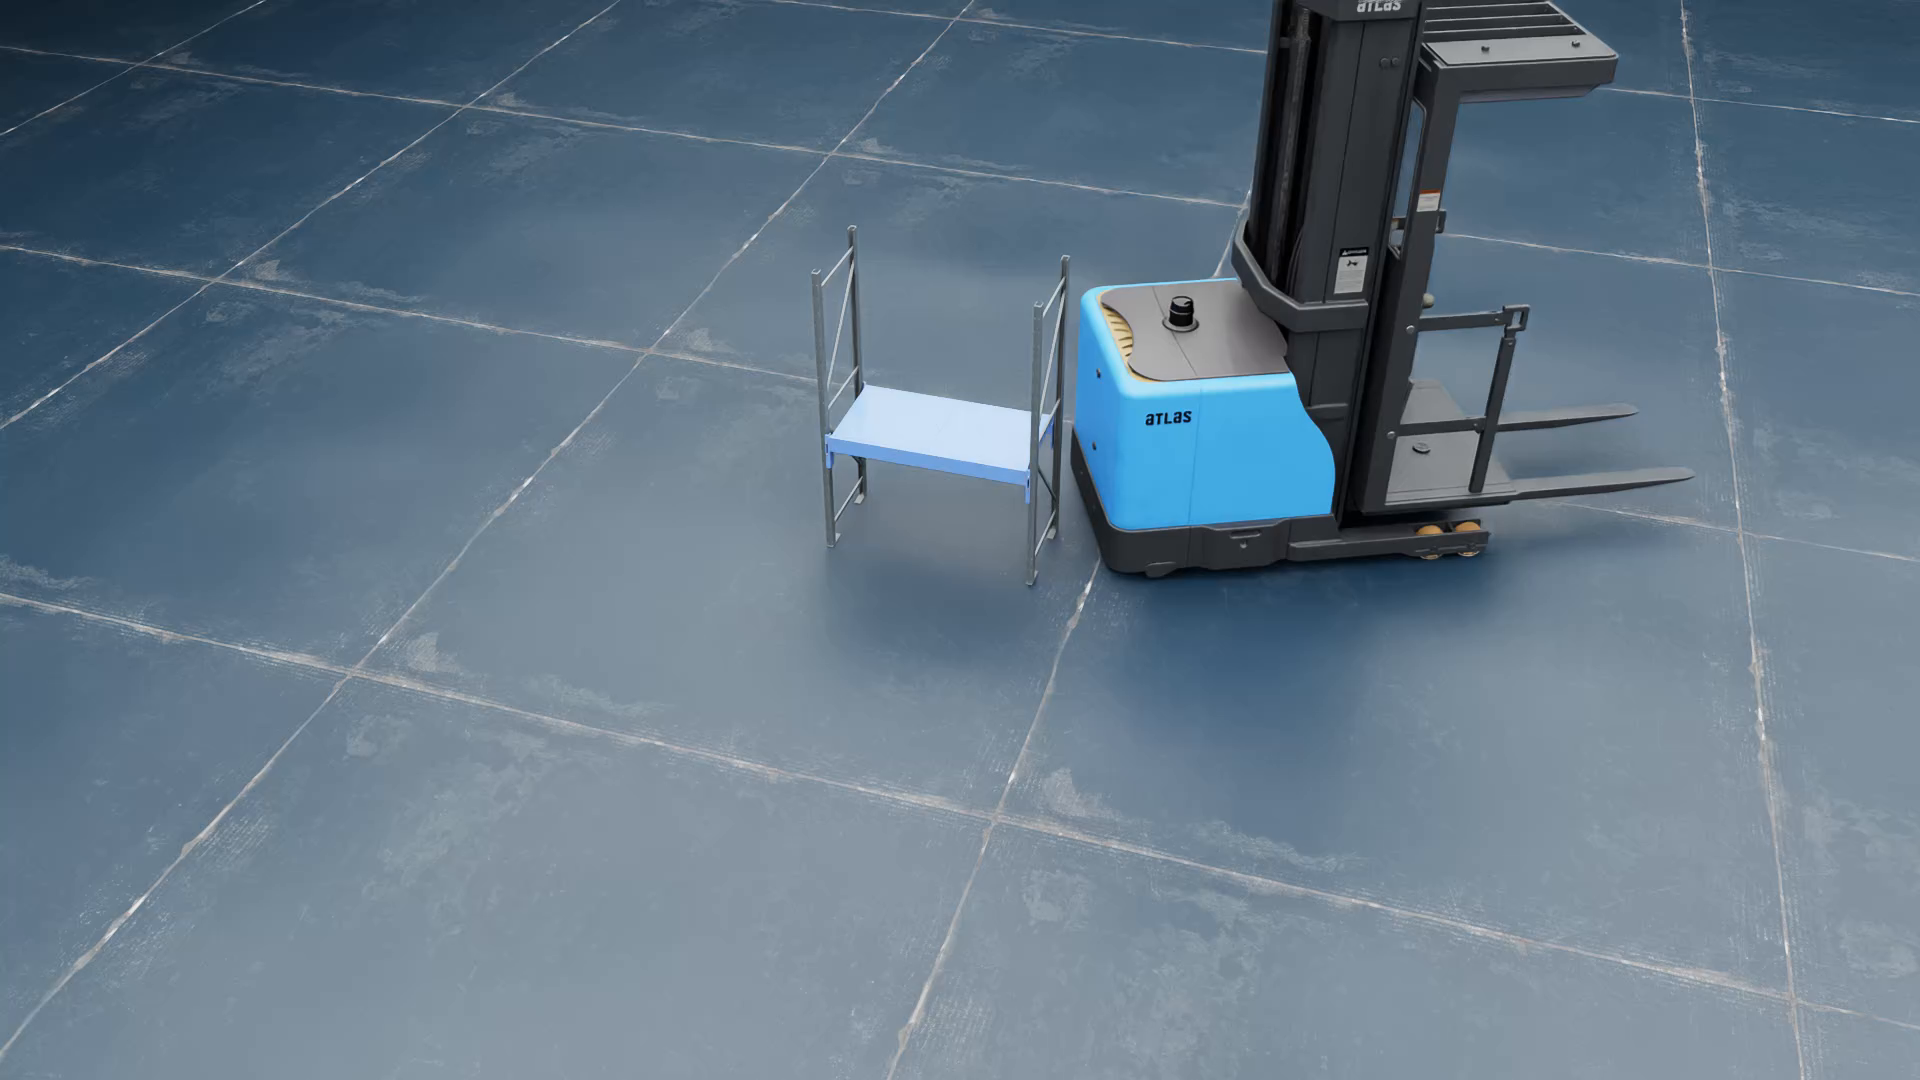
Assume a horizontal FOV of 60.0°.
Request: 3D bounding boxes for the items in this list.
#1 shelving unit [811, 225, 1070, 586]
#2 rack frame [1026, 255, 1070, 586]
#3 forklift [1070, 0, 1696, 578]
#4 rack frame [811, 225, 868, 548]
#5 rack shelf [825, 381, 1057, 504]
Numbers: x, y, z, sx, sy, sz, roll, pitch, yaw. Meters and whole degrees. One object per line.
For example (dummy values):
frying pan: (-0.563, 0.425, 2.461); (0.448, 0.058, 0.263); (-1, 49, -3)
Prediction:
shelving unit: (-0.081, -0.619, 7.826); (1.048, 1.500, 0.538); (10, 38, 14)
rack frame: (0.404, -0.529, 7.704); (0.032, 1.500, 0.500); (10, 38, 14)
forklift: (2.135, -1.391, 7.668); (3.031, 2.935, 1.130); (-5, 37, -6)
rack frame: (-0.567, -0.709, 7.948); (0.032, 1.500, 0.500); (10, 38, 14)
rack shelf: (-0.081, -0.474, 7.933); (1.000, 0.185, 0.538); (10, 38, 14)
